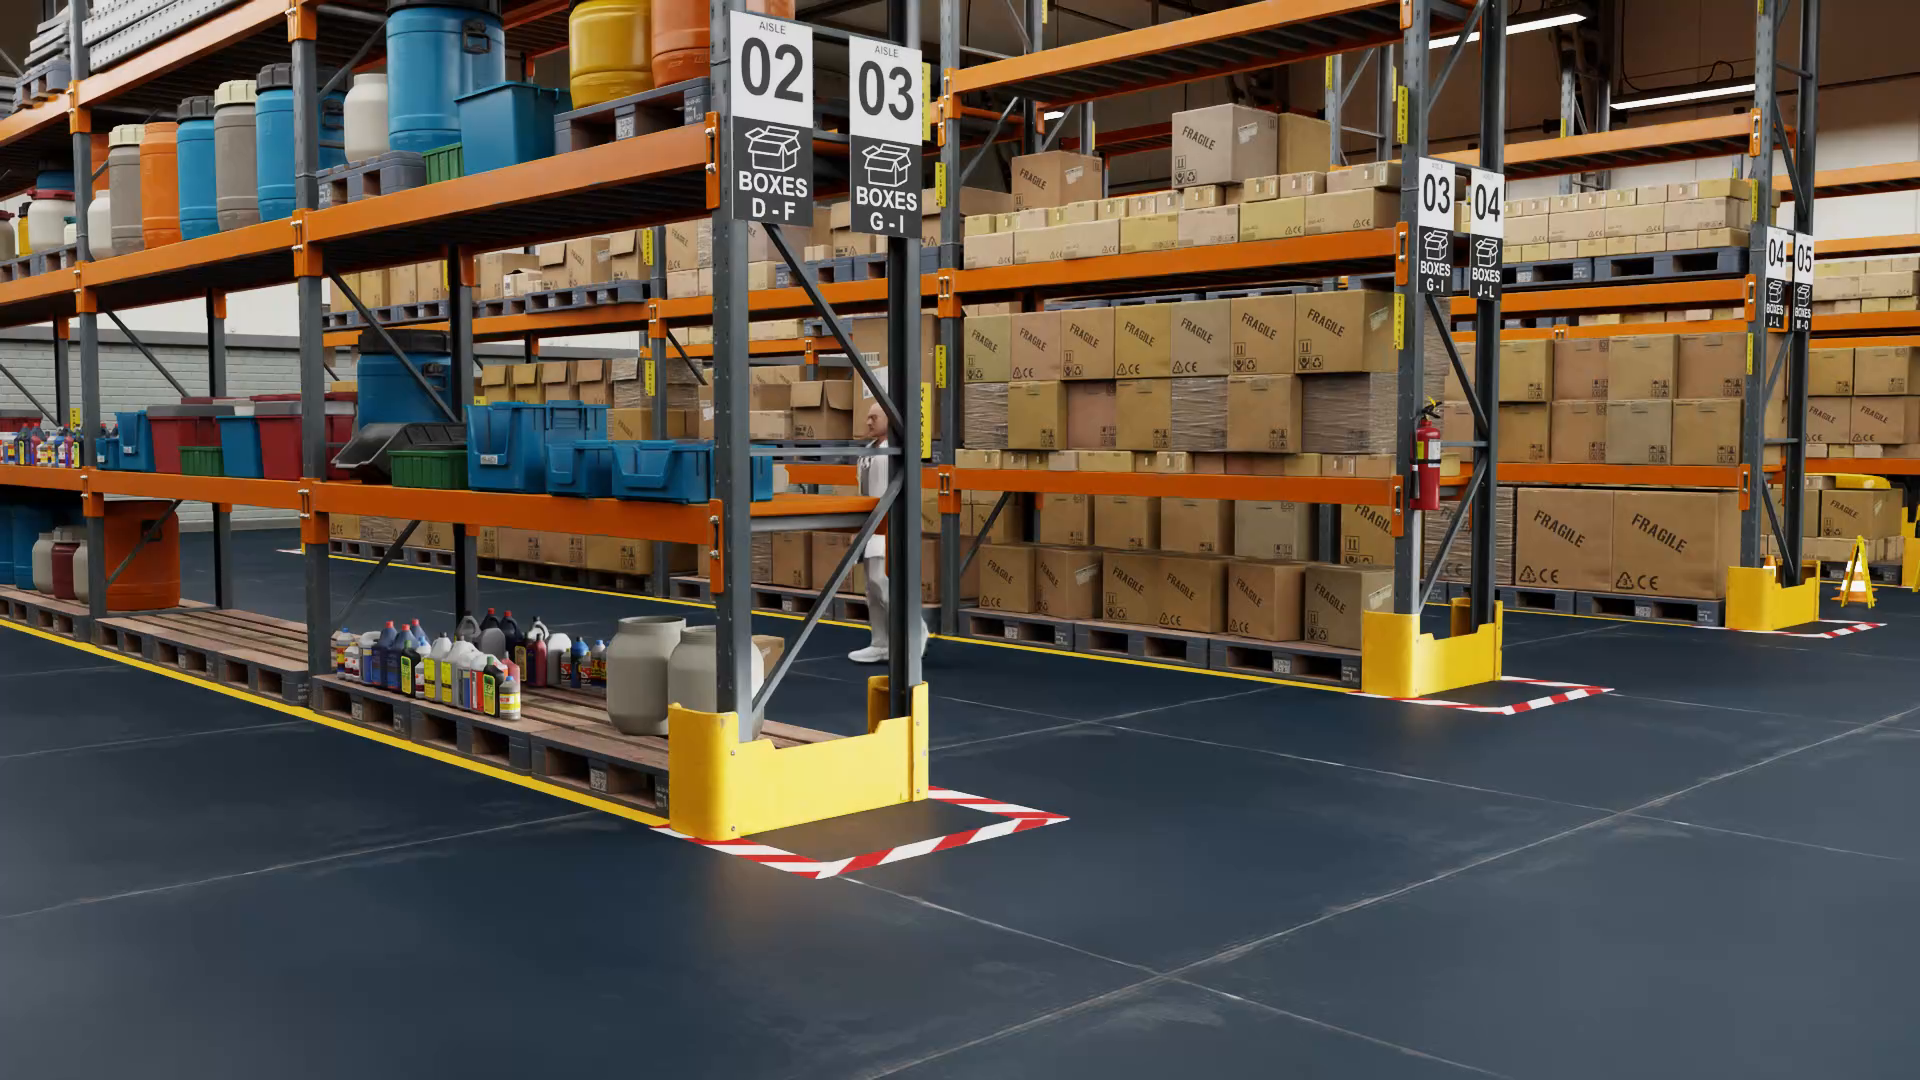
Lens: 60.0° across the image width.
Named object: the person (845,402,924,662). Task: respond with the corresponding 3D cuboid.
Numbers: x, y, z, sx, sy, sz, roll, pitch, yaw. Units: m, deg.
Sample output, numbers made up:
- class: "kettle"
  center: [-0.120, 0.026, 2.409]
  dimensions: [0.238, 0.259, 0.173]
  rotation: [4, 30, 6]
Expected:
- class: "person"
  center: [-0.543, -0.054, 11.291]
  dimensions: [0.488, 1.776, 0.647]
  rotation: [-3, 5, -34]
